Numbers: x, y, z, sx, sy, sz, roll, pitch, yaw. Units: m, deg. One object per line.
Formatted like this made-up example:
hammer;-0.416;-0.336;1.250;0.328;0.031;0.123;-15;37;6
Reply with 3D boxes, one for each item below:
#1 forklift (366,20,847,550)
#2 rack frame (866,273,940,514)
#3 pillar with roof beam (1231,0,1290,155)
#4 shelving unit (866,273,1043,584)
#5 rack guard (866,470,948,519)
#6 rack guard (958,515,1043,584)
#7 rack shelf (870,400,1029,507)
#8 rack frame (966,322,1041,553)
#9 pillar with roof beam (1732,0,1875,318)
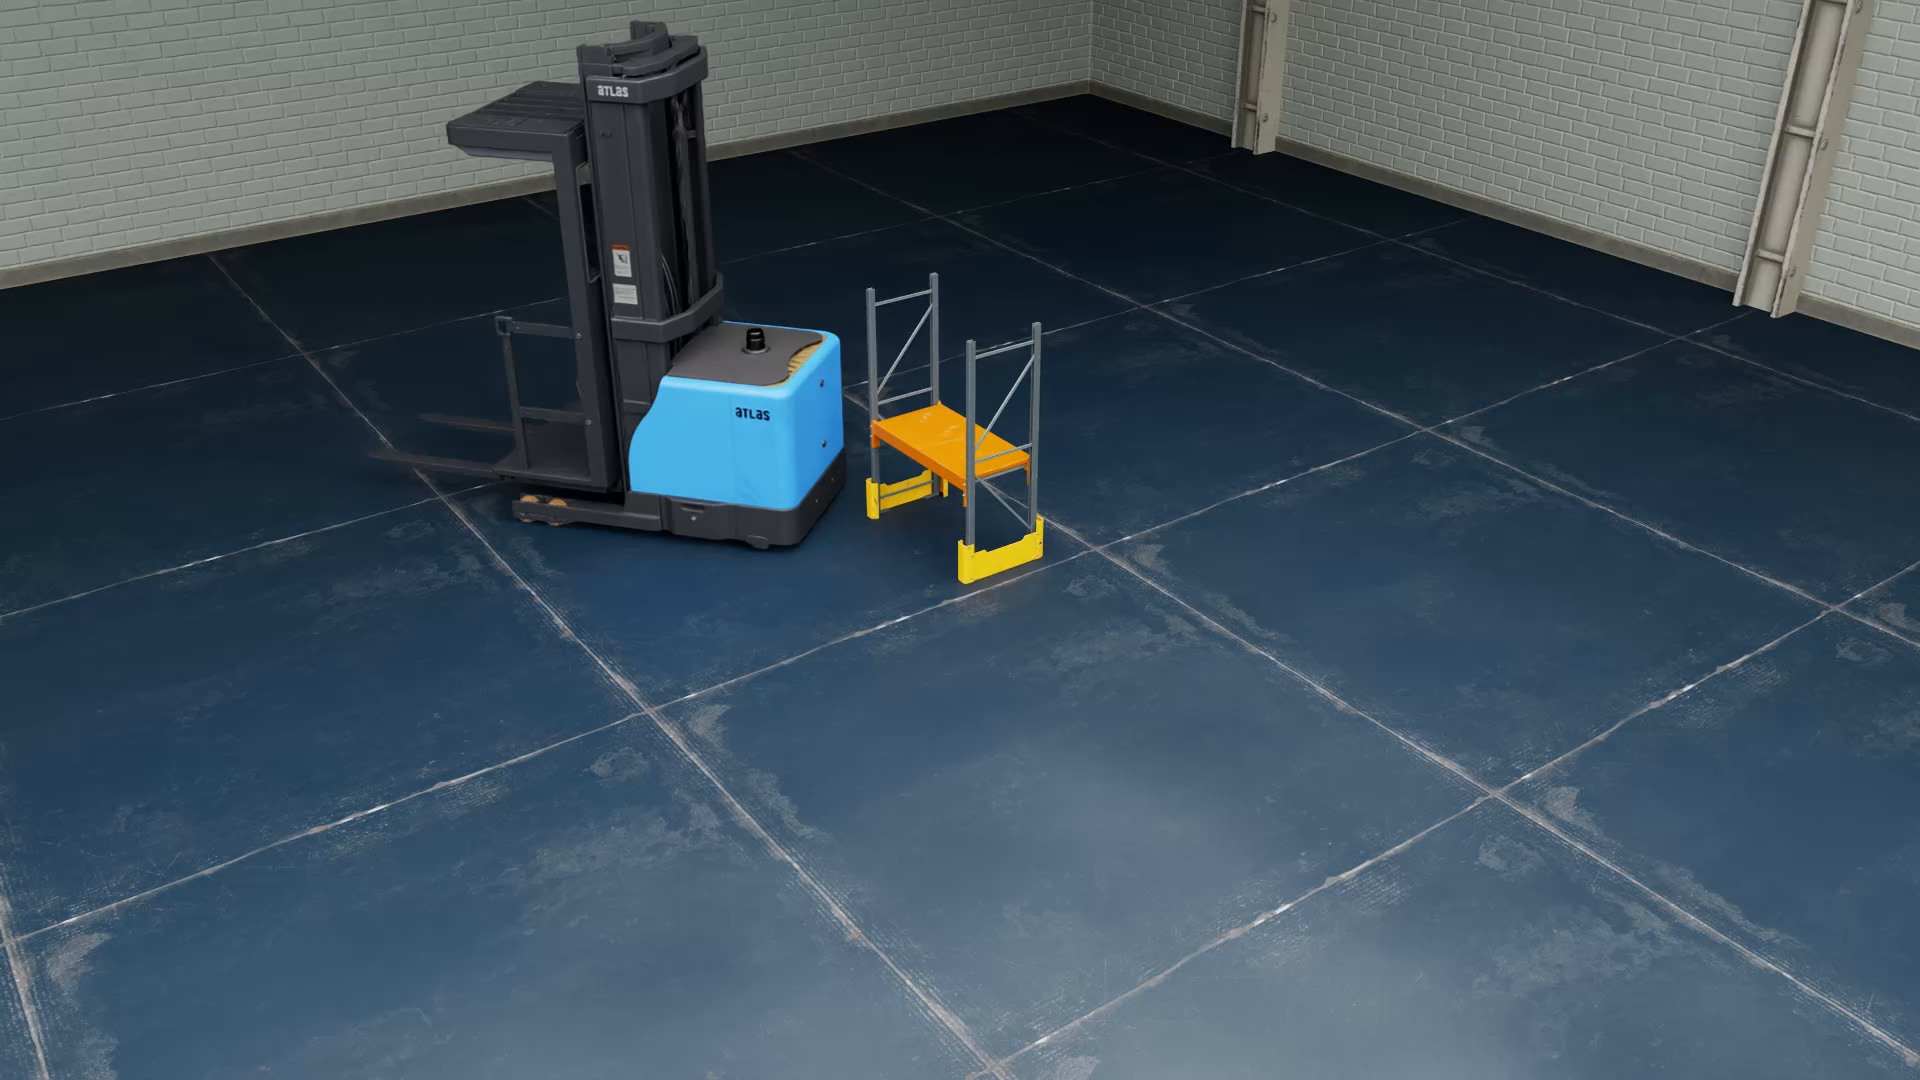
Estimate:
forklift;-2.310;-1.608;10.140;3.031;2.935;1.130;7;29;13
rack frame;-0.344;-0.890;10.317;0.500;1.500;0.032;-19;34;-31
pillar with roof beam;-0.311;-7.026;13.758;9.100;9.000;0.400;-19;34;-31
shelving unit;-0.044;-0.689;9.947;0.587;1.500;1.083;-19;34;-31
rack guard;-0.333;-0.333;10.601;0.587;0.250;0.087;-19;34;-31
rack guard;0.245;0.054;9.888;0.587;0.250;0.087;-19;34;-31
rack shelf;-0.049;-0.534;10.039;0.538;0.185;1.000;-19;34;-31
rack frame;0.245;-0.495;9.589;0.500;1.500;0.032;-19;34;-31
pillar with roof beam;3.170;-4.694;9.463;9.100;9.000;0.400;-19;34;-31
